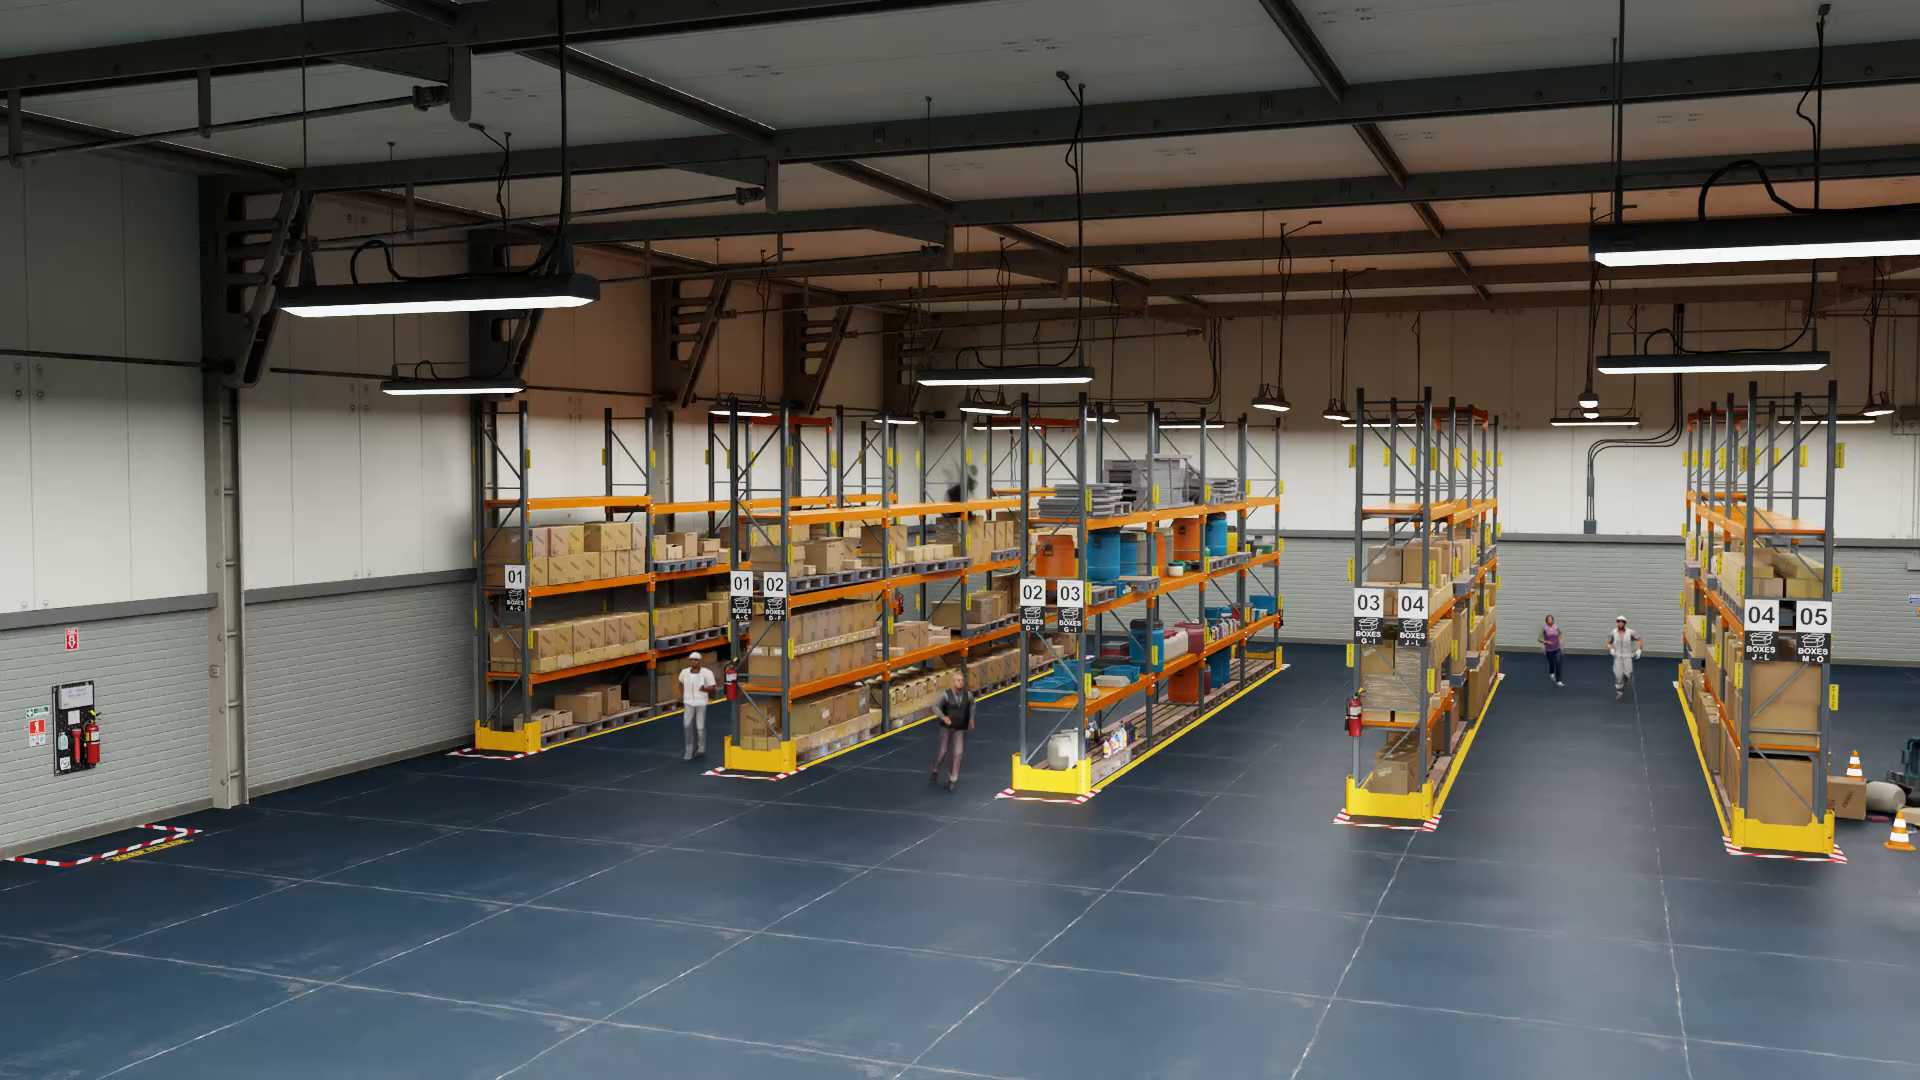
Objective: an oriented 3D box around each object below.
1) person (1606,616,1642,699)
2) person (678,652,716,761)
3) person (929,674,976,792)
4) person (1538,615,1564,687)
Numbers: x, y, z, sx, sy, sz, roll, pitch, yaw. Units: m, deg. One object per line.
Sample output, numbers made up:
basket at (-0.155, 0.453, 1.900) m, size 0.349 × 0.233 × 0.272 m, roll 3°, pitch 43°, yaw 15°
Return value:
person at (13.797, 2.453, 34.591) m, size 0.698 × 1.740 × 0.652 m, roll 1°, pitch 3°, yaw 28°
person at (-4.418, 2.775, 27.799) m, size 0.674 × 1.819 × 0.714 m, roll 0°, pitch 3°, yaw 2°
person at (-0.085, 2.915, 25.388) m, size 0.728 × 1.735 × 0.843 m, roll 0°, pitch 3°, yaw -9°
person at (13.103, 2.449, 36.901) m, size 0.580 × 1.581 × 0.748 m, roll 0°, pitch 3°, yaw 4°
